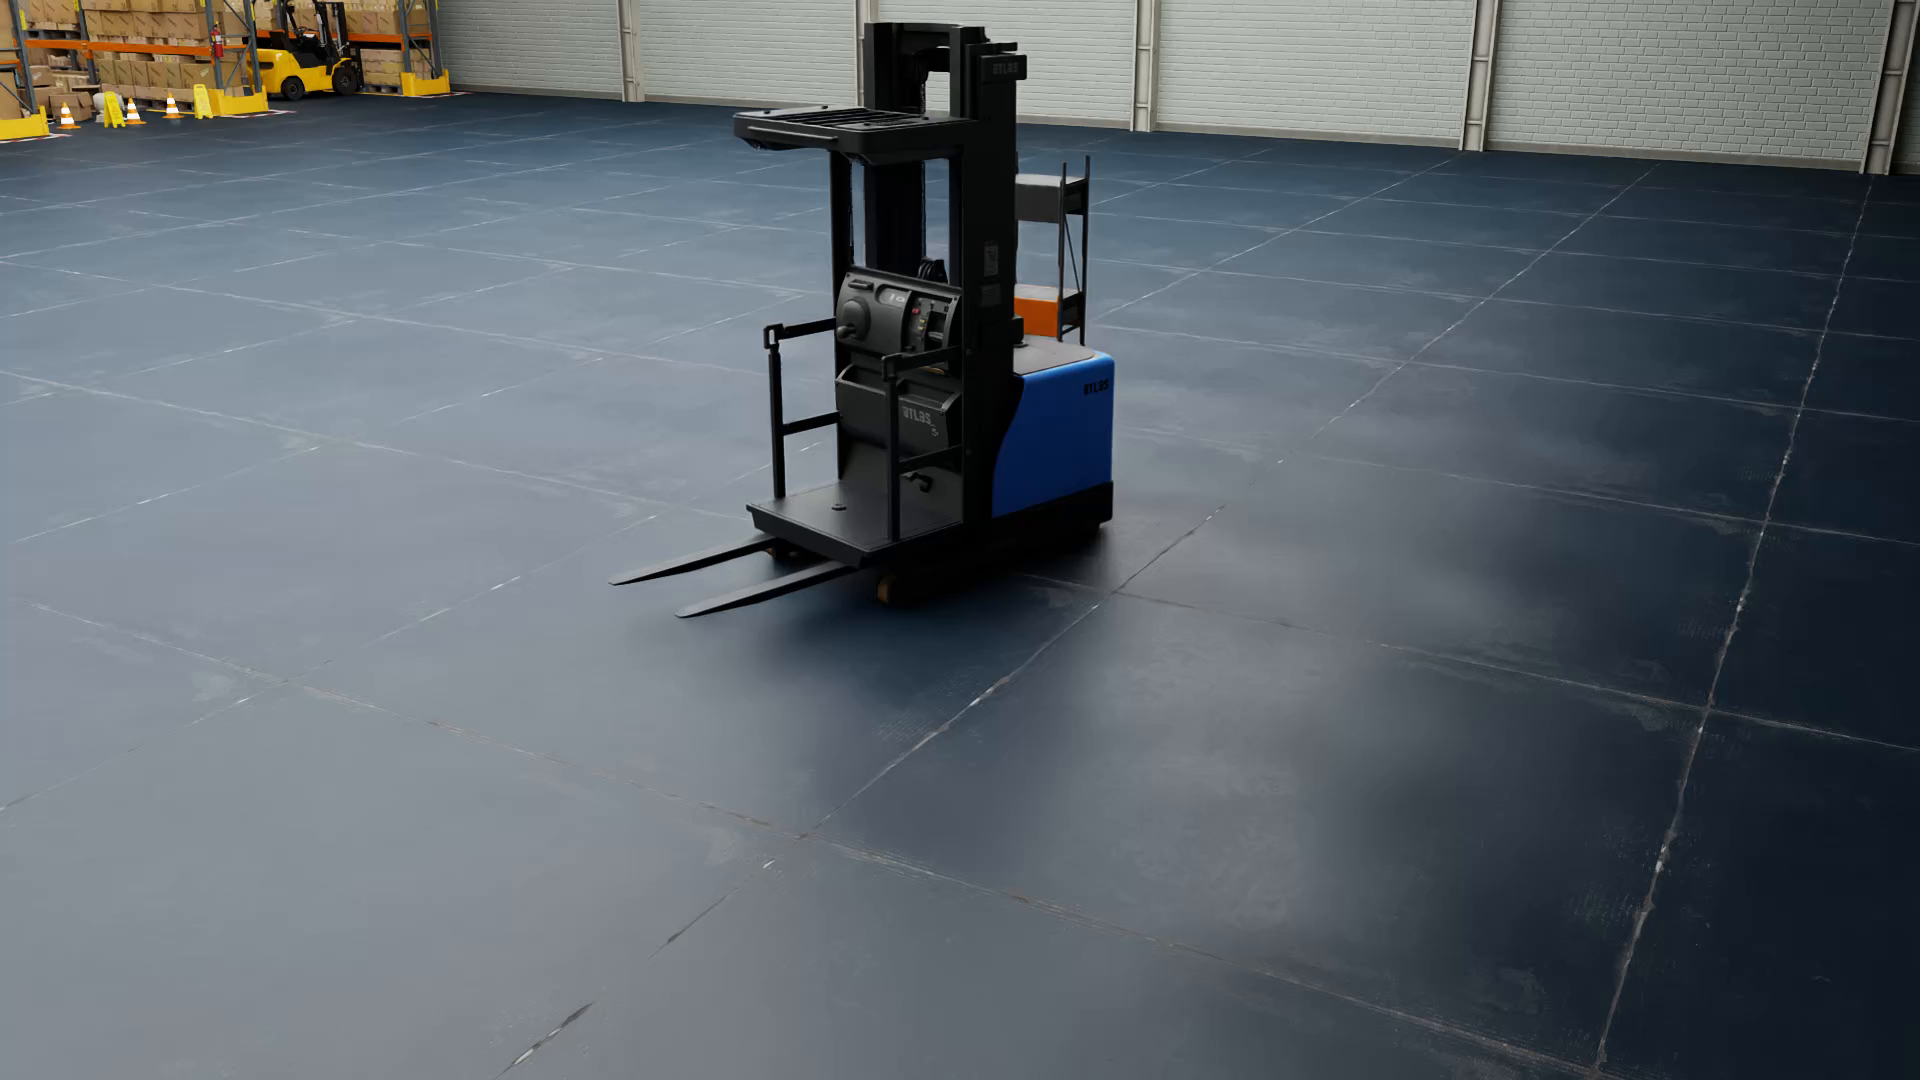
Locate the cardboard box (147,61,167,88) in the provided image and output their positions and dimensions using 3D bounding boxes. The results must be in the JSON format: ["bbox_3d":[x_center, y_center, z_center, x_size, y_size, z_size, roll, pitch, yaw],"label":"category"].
[{"bbox_3d":[-16.303,-9.585,34.206,0.500,0.500,0.500,10,22,26],"label":"cardboard box"}]

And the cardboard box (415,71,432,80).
[{"bbox_3d":[-12.498,-10.623,38.168,0.500,0.250,0.500,11,23,28],"label":"cardboard box"}]

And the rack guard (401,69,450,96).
[{"bbox_3d":[-12.144,-10.399,37.800,0.348,0.500,1.175,11,23,27],"label":"rack guard"}]

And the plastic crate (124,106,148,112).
[{"bbox_3d":[-17.103,-8.887,34.249,0.583,0.080,0.402,3,20,9],"label":"plastic crate"}]

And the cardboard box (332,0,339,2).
[{"bbox_3d":[-14.133,-12.367,38.026,0.250,0.149,0.380,11,23,28],"label":"cardboard box"}]

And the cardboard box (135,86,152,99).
[{"bbox_3d":[-16.755,-9.319,34.572,0.500,0.250,0.500,10,22,27],"label":"cardboard box"}]

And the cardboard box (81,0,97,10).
[{"bbox_3d":[-17.796,-11.284,34.526,0.500,0.500,0.700,11,22,27],"label":"cardboard box"}]

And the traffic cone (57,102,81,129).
[{"bbox_3d":[-16.679,-7.928,31.042,0.334,0.463,0.336,11,23,27],"label":"traffic cone"}]

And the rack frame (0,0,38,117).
[{"bbox_3d":[-16.908,-8.610,29.201,0.127,3.000,1.000,11,23,27],"label":"rack frame"}]

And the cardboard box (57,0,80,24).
[{"bbox_3d":[-18.589,-11.158,35.028,0.500,0.500,0.500,10,22,26],"label":"cardboard box"}]

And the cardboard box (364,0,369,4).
[{"bbox_3d":[-13.233,-12.198,37.559,0.250,0.149,0.380,11,23,28],"label":"cardboard box"}]

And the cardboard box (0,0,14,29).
[{"bbox_3d":[-17.213,-9.261,29.193,0.550,0.550,0.875,11,23,27],"label":"cardboard box"}]

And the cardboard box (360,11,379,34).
[{"bbox_3d":[-13.171,-11.718,37.624,0.500,0.500,0.500,12,23,29],"label":"cardboard box"}]

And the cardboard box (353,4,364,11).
[{"bbox_3d":[-13.505,-12.074,37.655,0.250,0.149,0.380,10,22,26],"label":"cardboard box"}]

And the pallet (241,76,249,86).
[{"bbox_3d":[-17.388,-11.246,40.559,1.213,0.211,1.003,11,23,27],"label":"pallet"}]

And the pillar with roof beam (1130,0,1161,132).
[{"bbox_3d":[1.282,-10.508,25.636,0.400,9.000,9.100,11,23,27],"label":"pillar with roof beam"}]

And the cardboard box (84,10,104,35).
[{"bbox_3d":[-17.826,-10.796,34.645,0.500,0.500,0.500,11,23,27],"label":"cardboard box"}]

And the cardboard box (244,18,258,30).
[{"bbox_3d":[-16.666,-12.261,39.487,0.500,0.250,0.500,11,22,27],"label":"cardboard box"}]

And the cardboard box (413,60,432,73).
[{"bbox_3d":[-12.474,-10.858,38.083,0.500,0.250,0.500,11,23,28],"label":"cardboard box"}]

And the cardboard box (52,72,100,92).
[{"bbox_3d":[-19.163,-9.932,36.085,0.625,0.372,0.950,12,23,31],"label":"cardboard box"}]

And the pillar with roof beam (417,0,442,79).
[{"bbox_3d":[-14.432,-13.501,33.888,0.400,9.000,9.100,11,23,27],"label":"pillar with roof beam"}]

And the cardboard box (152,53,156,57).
[{"bbox_3d":[-20.055,-12.024,41.663,0.500,0.500,0.500,10,22,26],"label":"cardboard box"}]

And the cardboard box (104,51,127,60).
[{"bbox_3d":[-17.611,-10.110,34.704,0.250,0.149,0.380,11,23,28],"label":"cardboard box"}]

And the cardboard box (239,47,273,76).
[{"bbox_3d":[-16.791,-11.539,40.144,0.625,0.625,0.875,11,22,27],"label":"cardboard box"}]

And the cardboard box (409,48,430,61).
[{"bbox_3d":[-12.492,-11.089,37.988,0.500,0.250,0.500,10,22,26],"label":"cardboard box"}]

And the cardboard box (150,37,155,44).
[{"bbox_3d":[-16.338,-10.240,34.065,0.250,0.149,0.380,11,23,27],"label":"cardboard box"}]

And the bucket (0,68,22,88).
[{"bbox_3d":[-19.157,-9.114,33.164,0.726,0.611,0.620,-16,16,-38],"label":"bucket"}]

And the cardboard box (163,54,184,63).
[{"bbox_3d":[-15.980,-9.802,33.853,0.250,0.149,0.380,11,23,28],"label":"cardboard box"}]

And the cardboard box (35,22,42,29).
[{"bbox_3d":[-19.542,-11.022,35.604,0.250,0.149,0.380,11,23,27],"label":"cardboard box"}]

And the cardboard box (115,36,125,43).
[{"bbox_3d":[-17.264,-10.386,34.467,0.250,0.149,0.380,12,23,29],"label":"cardboard box"}]

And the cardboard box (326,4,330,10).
[{"bbox_3d":[-14.403,-12.243,38.119,0.250,0.149,0.380,10,22,26],"label":"cardboard box"}]

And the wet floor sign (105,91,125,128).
[{"bbox_3d":[-15.917,-8.087,31.214,0.232,0.644,0.267,7,21,18],"label":"wet floor sign"}]

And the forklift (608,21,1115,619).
[{"bbox_3d":[-0.497,-1.224,8.942,3.031,2.935,1.130,-18,27,-40],"label":"forklift"}]

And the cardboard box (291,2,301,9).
[{"bbox_3d":[-15.280,-12.422,38.612,0.250,0.149,0.380,11,23,29],"label":"cardboard box"}]

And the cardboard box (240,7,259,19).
[{"bbox_3d":[-16.663,-12.497,39.405,0.500,0.250,0.500,10,22,26],"label":"cardboard box"}]

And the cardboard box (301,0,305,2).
[{"bbox_3d":[-15.024,-12.538,38.496,0.250,0.149,0.380,10,22,26],"label":"cardboard box"}]

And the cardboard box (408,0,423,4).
[{"bbox_3d":[-12.354,-12.190,37.536,0.250,0.149,0.380,10,22,26],"label":"cardboard box"}]

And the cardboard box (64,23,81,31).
[{"bbox_3d":[-18.658,-10.848,35.124,0.250,0.149,0.380,11,23,28],"label":"cardboard box"}]

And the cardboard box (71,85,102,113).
[{"bbox_3d":[-17.802,-9.008,33.961,0.500,0.500,0.500,-7,21,-20],"label":"cardboard box"}]

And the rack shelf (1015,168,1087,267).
[{"bbox_3d":[0.484,-2.003,10.291,0.480,0.518,0.431,10,22,25],"label":"rack shelf"}]

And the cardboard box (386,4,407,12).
[{"bbox_3d":[-12.604,-11.904,37.186,0.250,0.149,0.380,11,23,28],"label":"cardboard box"}]

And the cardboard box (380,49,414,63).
[{"bbox_3d":[-12.719,-10.937,37.567,0.500,0.250,0.500,12,23,29],"label":"cardboard box"}]

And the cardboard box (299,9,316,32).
[{"bbox_3d":[-14.934,-12.057,38.559,0.500,0.500,0.500,11,23,28],"label":"cardboard box"}]

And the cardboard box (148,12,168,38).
[{"bbox_3d":[-16.060,-10.464,33.730,0.500,0.500,0.500,11,23,27],"label":"cardboard box"}]

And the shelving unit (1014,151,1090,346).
[{"bbox_3d":[0.481,-1.357,10.524,0.503,2.100,0.431,10,22,25],"label":"shelving unit"}]

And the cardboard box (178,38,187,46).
[{"bbox_3d":[-15.502,-10.039,33.509,0.250,0.149,0.380,10,22,26],"label":"cardboard box"}]

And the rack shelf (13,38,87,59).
[{"bbox_3d":[-19.820,-10.760,36.183,4.000,0.370,1.077,11,23,27],"label":"rack shelf"}]

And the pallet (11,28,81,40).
[{"bbox_3d":[-19.818,-11.023,36.136,1.213,0.211,1.003,11,23,27],"label":"pallet"}]

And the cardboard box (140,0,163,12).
[{"bbox_3d":[-16.068,-10.917,33.514,0.500,0.500,0.700,10,22,27],"label":"cardboard box"}]

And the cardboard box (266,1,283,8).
[{"bbox_3d":[-16.063,-12.586,39.066,0.250,0.149,0.380,12,23,29],"label":"cardboard box"}]

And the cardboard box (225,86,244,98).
[{"bbox_3d":[-15.151,-9.221,34.304,0.500,0.250,0.500,11,22,27],"label":"cardboard box"}]

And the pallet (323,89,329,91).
[{"bbox_3d":[-14.983,-10.788,39.295,1.213,0.211,1.003,11,23,27],"label":"pallet"}]

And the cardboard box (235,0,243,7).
[{"bbox_3d":[-16.978,-12.747,39.508,0.250,0.149,0.380,10,22,26],"label":"cardboard box"}]

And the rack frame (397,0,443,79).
[{"bbox_3d":[-12.165,-11.578,37.385,0.127,3.000,1.000,11,23,27],"label":"rack frame"}]

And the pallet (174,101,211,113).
[{"bbox_3d":[-15.340,-8.947,34.222,1.213,0.211,1.003,11,23,27],"label":"pallet"}]
